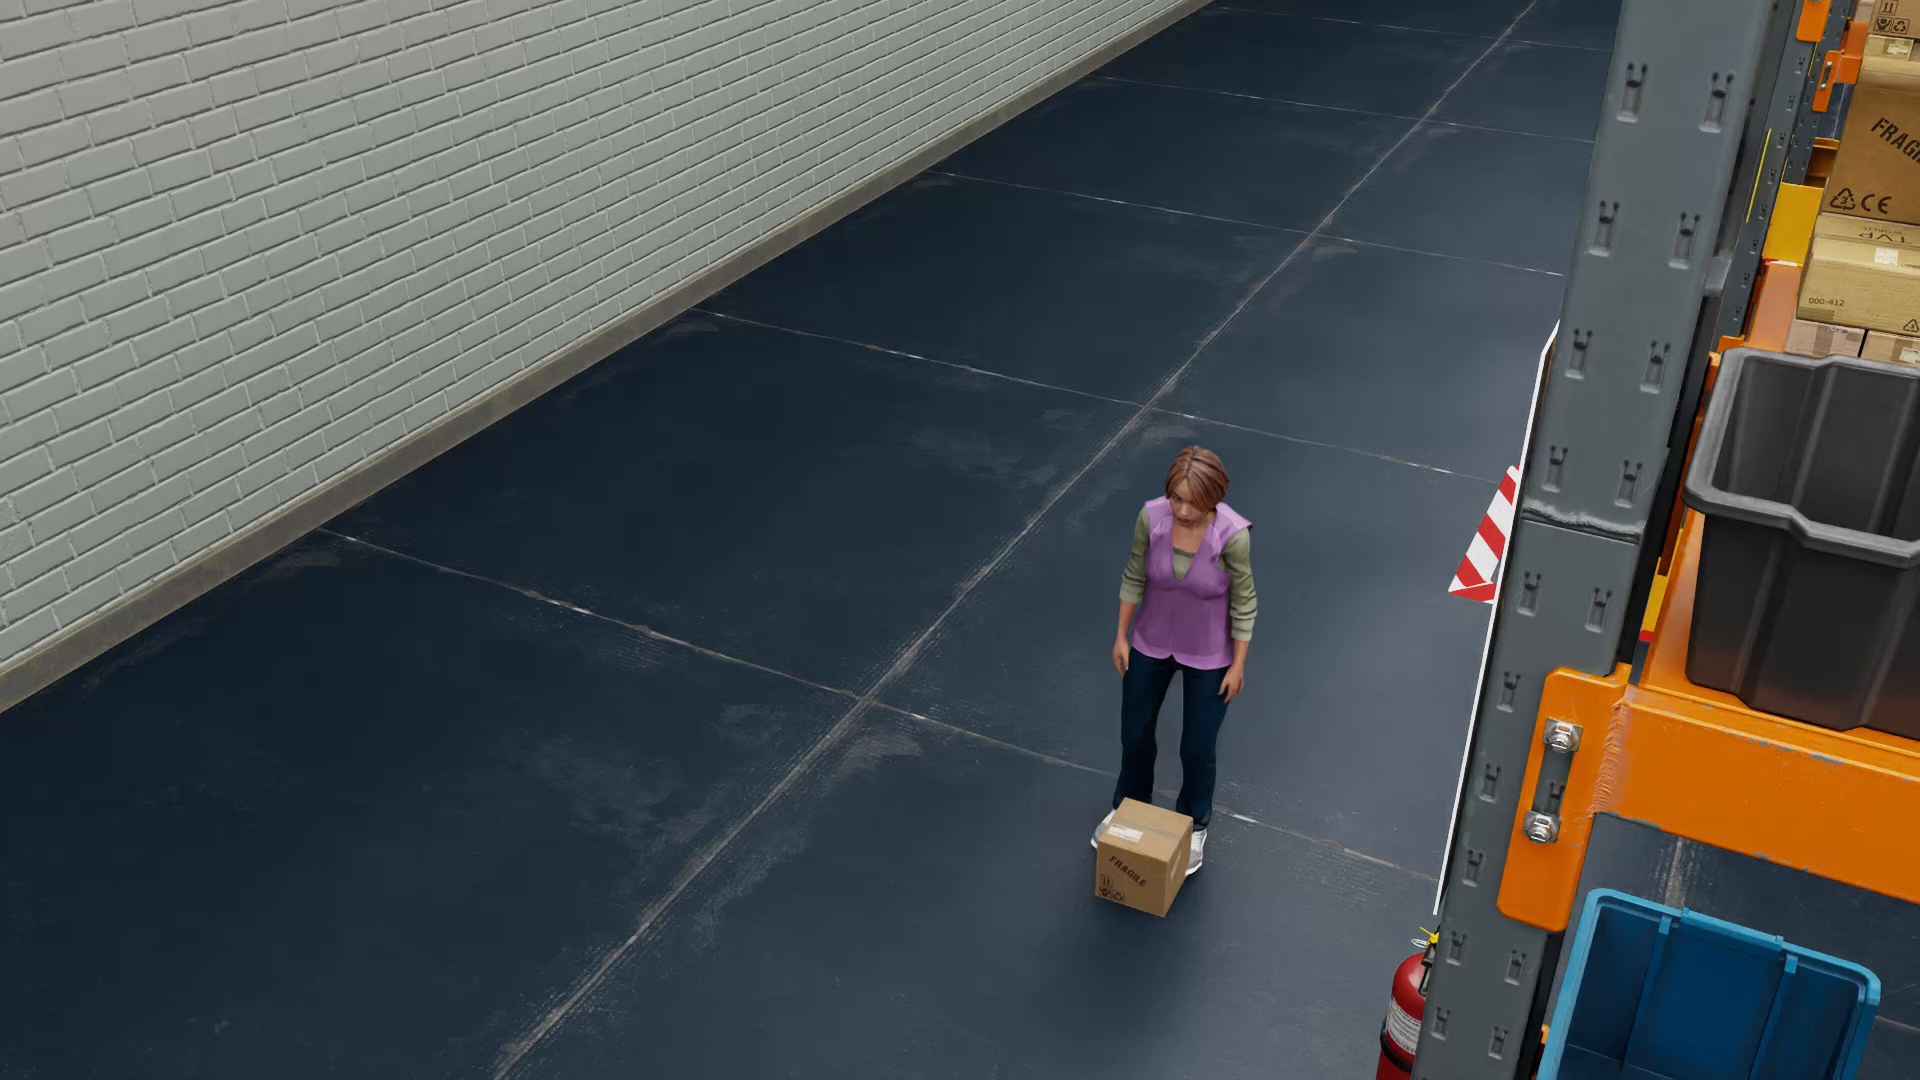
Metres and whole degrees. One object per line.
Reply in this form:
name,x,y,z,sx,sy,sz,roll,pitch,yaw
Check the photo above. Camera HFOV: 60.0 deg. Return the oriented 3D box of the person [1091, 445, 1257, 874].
person,0.726,0.382,5.492,0.466,1.592,0.346,13,33,21
